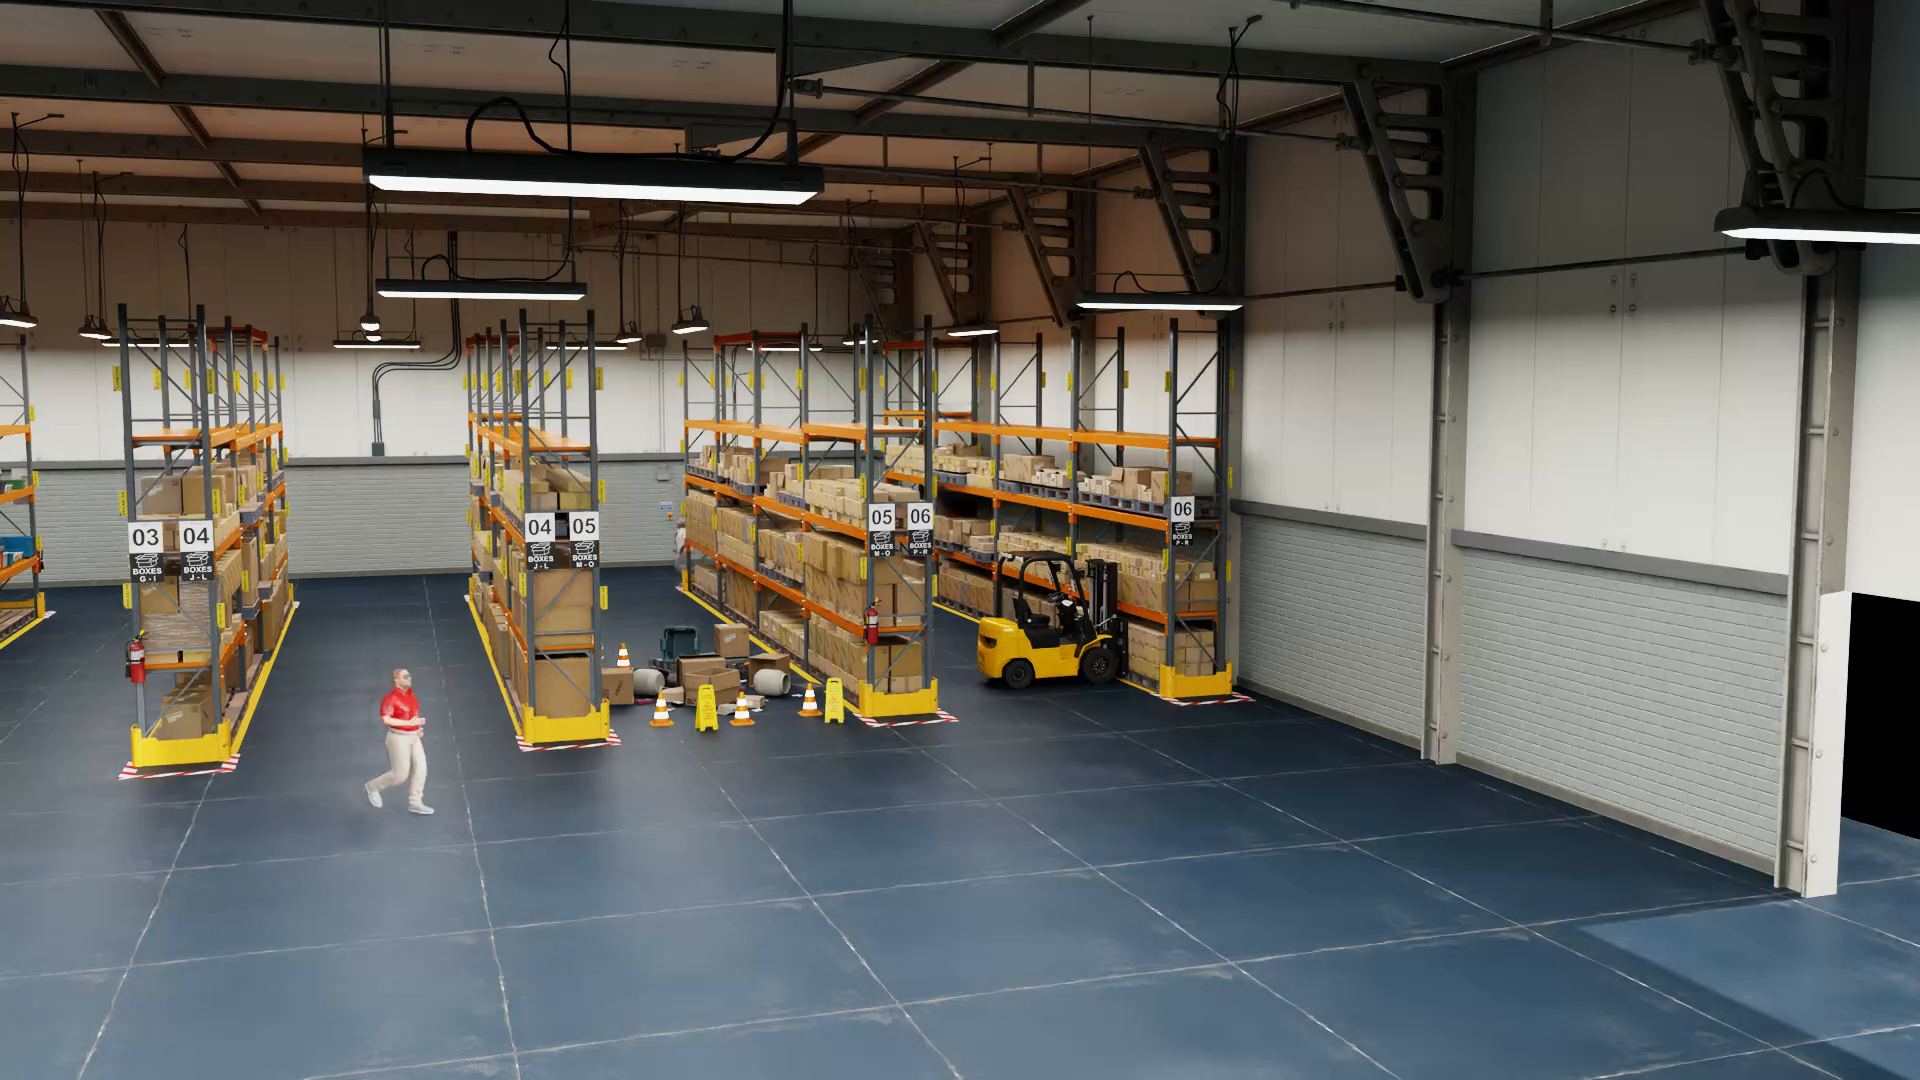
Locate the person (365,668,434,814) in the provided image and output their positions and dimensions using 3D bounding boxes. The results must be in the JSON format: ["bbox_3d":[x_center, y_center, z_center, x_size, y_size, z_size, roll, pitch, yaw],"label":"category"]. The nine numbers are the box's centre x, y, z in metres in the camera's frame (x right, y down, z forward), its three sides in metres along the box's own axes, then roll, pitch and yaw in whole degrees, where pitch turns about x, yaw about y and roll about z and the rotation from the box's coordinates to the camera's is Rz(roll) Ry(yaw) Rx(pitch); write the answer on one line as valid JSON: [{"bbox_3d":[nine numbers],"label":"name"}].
[{"bbox_3d":[-6.495,2.323,19.281,0.817,1.698,0.676,1,6,13],"label":"person"}]

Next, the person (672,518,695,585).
[{"bbox_3d":[-6.827,0.292,41.101,0.613,1.675,0.583,0,5,0],"label":"person"}]
